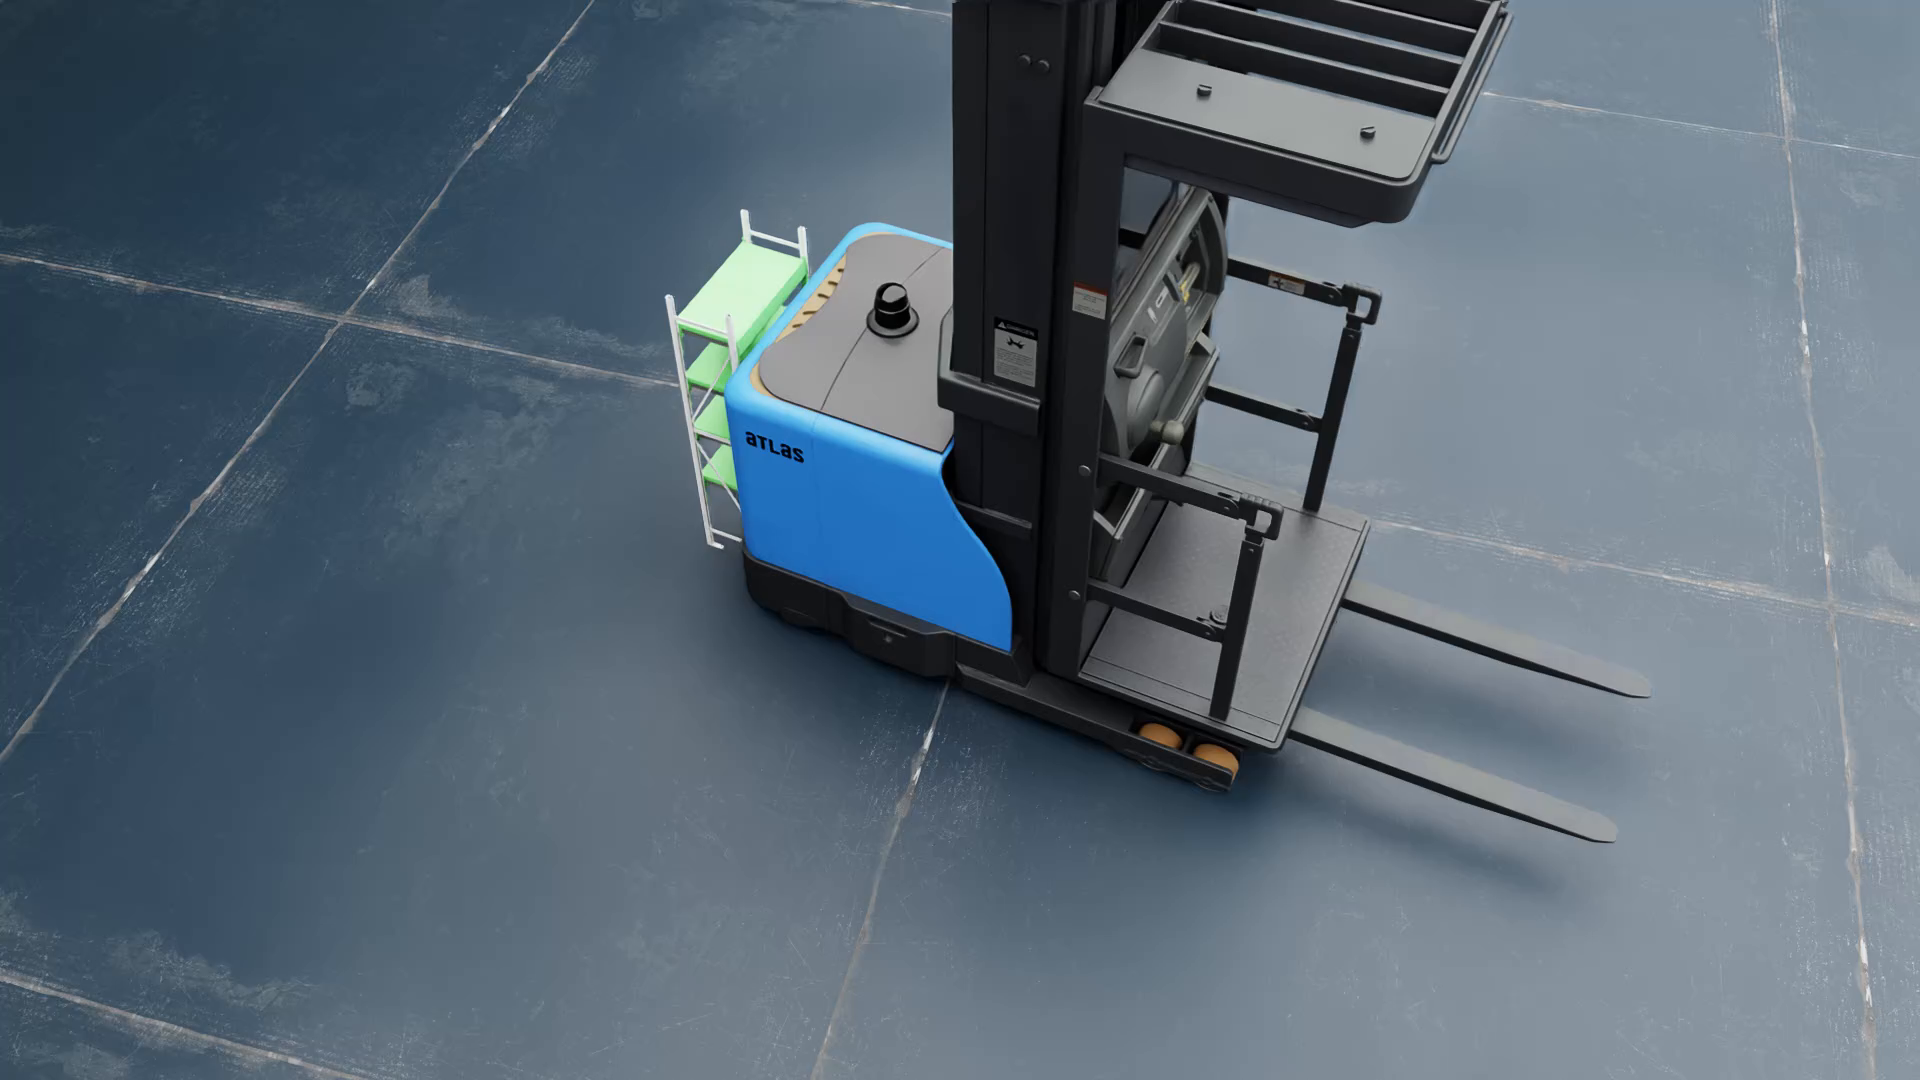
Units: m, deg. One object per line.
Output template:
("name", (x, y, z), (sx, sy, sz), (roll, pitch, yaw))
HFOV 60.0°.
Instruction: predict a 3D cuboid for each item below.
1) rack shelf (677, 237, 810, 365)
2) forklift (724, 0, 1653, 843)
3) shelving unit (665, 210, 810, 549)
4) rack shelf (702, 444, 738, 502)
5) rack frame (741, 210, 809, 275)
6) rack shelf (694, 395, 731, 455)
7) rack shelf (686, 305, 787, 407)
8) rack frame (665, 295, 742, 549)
("rack shelf", (-0.733, -0.791, 5.593), (0.258, 0.148, 0.480), (19, 51, 16))
("forklift", (0.791, -0.596, 4.821), (3.031, 2.935, 1.130), (19, 51, 16))
("shelving unit", (-0.733, -0.515, 5.905), (0.258, 1.200, 0.503), (19, 51, 16))
("rack shelf", (-0.733, -0.314, 6.132), (0.258, 0.148, 0.480), (19, 51, 16))
("rack frame", (-0.631, -0.682, 6.051), (0.240, 1.200, 0.015), (19, 51, 16))
("rack shelf", (-0.733, -0.473, 5.952), (0.258, 0.148, 0.480), (19, 51, 16))
("rack shelf", (-0.733, -0.632, 5.772), (0.258, 0.148, 0.480), (19, 51, 16))
("rack frame", (-0.834, -0.349, 5.758), (0.240, 1.200, 0.015), (19, 51, 16))
